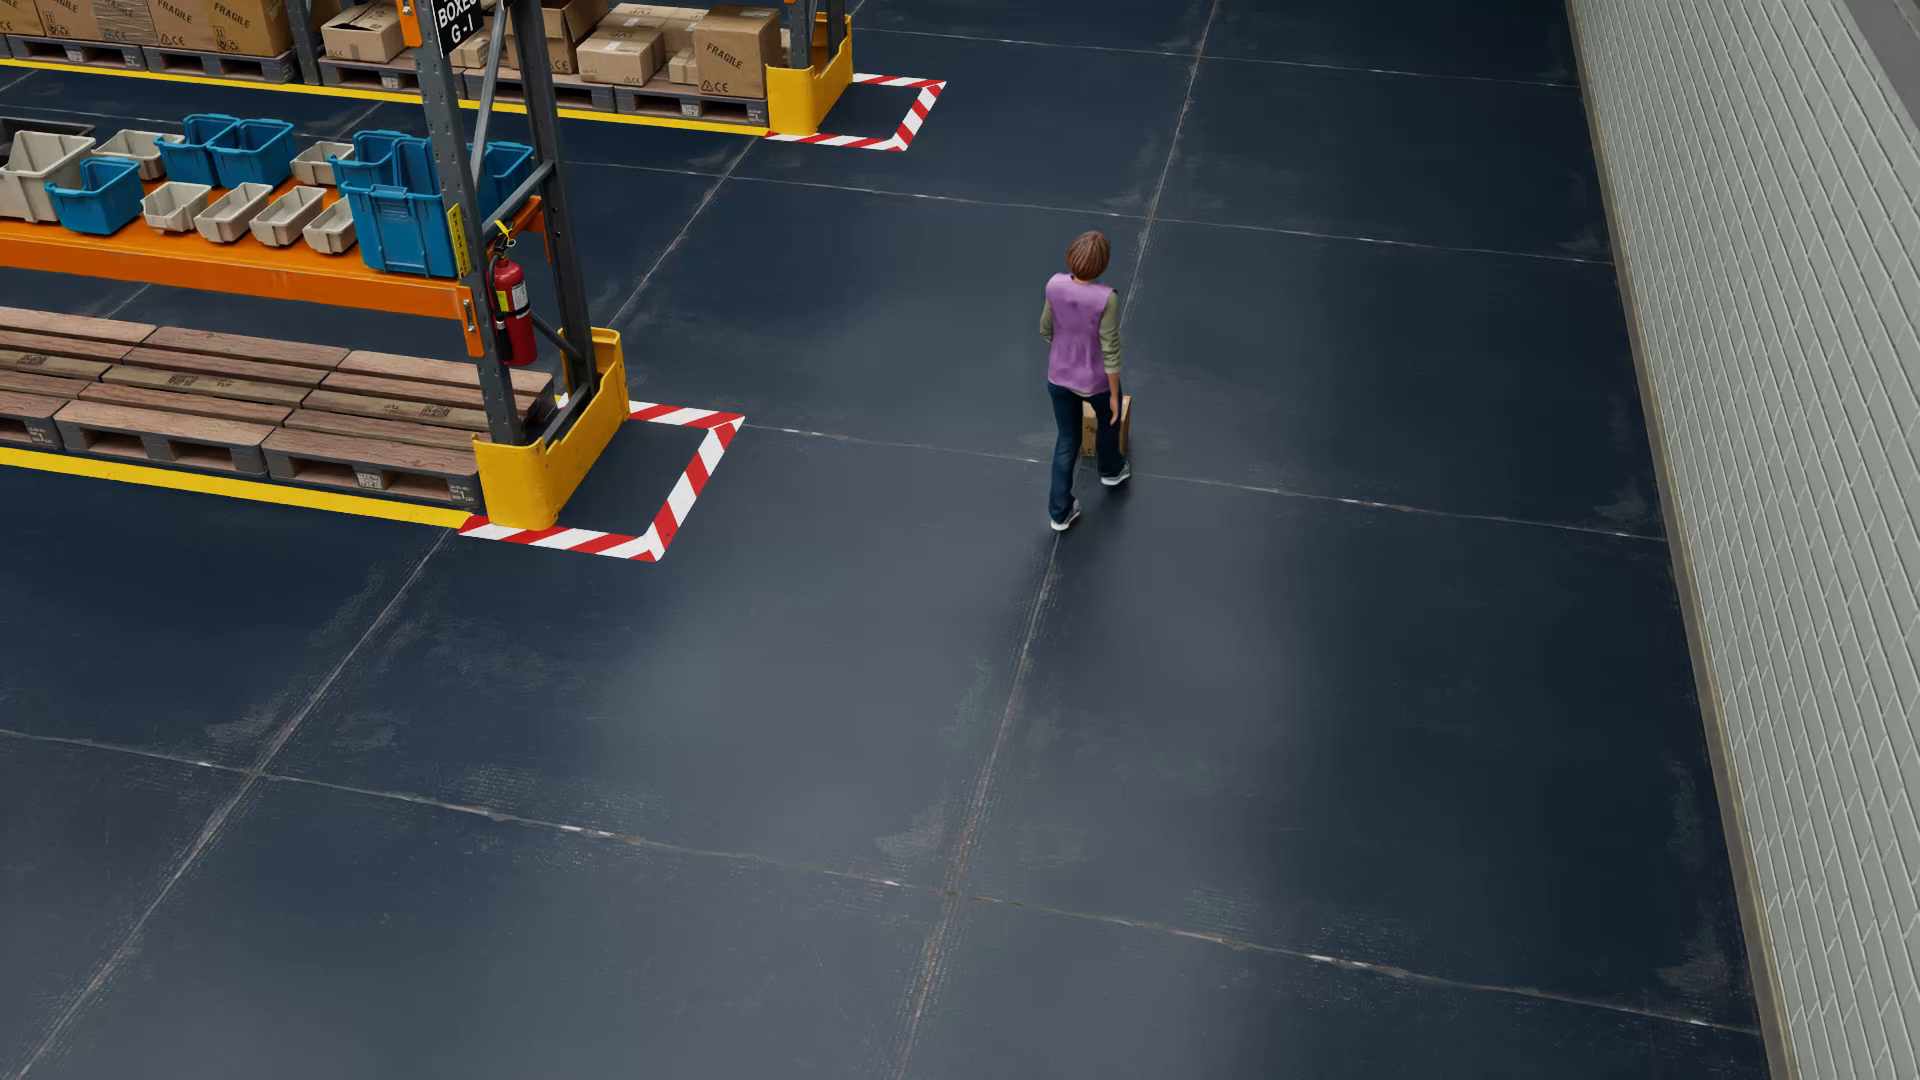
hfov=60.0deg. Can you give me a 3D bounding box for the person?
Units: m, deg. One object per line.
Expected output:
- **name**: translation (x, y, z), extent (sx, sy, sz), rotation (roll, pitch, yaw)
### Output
- **person**: translation (0.631, -0.841, 8.068), extent (0.470, 1.579, 0.722), rotation (15, 40, 19)
